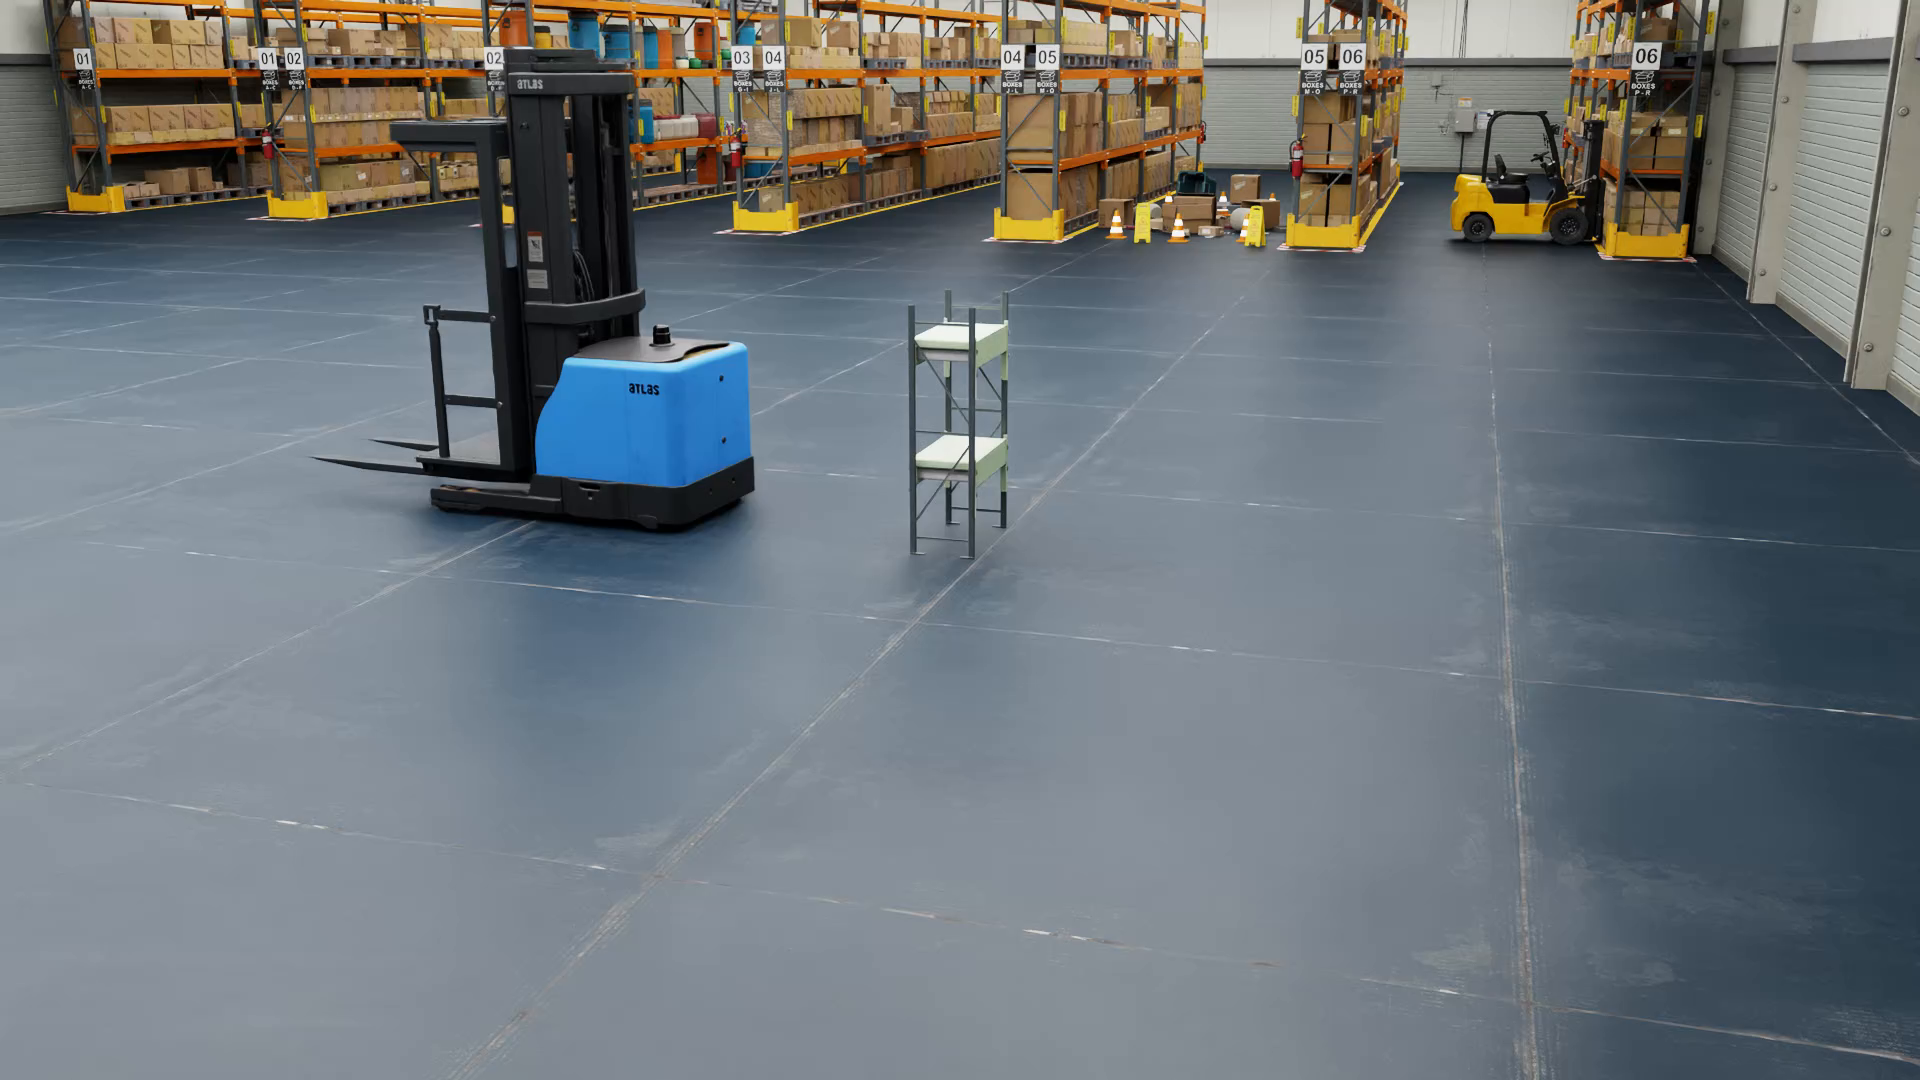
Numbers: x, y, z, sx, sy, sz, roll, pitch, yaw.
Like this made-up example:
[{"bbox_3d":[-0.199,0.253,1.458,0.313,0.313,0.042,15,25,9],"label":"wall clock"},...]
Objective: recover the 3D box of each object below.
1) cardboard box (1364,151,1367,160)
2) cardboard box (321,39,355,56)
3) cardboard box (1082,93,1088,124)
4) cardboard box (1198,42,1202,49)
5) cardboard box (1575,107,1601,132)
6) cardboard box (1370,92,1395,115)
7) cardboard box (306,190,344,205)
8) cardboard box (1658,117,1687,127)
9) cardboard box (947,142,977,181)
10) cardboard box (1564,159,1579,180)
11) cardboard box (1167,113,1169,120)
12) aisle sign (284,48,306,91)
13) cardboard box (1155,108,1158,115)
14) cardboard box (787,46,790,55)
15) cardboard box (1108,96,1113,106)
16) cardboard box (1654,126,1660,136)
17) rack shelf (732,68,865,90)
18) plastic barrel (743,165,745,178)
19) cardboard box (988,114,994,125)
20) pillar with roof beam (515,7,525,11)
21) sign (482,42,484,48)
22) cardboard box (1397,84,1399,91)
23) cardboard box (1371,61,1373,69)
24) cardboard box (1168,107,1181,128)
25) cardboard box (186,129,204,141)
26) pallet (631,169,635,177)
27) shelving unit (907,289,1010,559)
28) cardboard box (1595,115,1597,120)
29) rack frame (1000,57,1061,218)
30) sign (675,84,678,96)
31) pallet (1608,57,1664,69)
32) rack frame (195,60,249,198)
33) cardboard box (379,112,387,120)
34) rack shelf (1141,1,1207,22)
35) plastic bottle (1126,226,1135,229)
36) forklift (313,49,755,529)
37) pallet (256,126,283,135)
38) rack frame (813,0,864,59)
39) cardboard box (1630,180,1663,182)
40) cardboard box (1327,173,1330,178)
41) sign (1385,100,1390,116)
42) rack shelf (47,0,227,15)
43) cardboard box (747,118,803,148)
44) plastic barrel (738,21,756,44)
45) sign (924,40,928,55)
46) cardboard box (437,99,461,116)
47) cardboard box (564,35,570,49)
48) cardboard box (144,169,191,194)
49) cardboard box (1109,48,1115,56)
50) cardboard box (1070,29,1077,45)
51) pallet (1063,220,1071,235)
[{"bbox_3d":[6.877,-6.701,28.919,0.380,0.149,0.250,5,17,16],"label":"cardboard box"},{"bbox_3d":[-15.431,-12.130,41.111,0.700,0.500,0.500,3,16,12],"label":"cardboard box"},{"bbox_3d":[1.859,-7.902,30.439,0.875,0.550,0.550,5,16,16],"label":"cardboard box"},{"bbox_3d":[5.924,-12.521,42.108,0.380,0.149,0.250,4,16,15],"label":"cardboard box"},{"bbox_3d":[13.636,-9.045,35.769,0.700,0.500,0.500,5,17,16],"label":"cardboard box"},{"bbox_3d":[9.489,-9.816,37.426,0.500,0.500,0.500,5,17,18],"label":"cardboard box"},{"bbox_3d":[-12.668,-6.824,33.161,0.500,0.250,0.500,5,16,16],"label":"cardboard box"},{"bbox_3d":[11.025,-6.475,25.743,0.380,0.149,0.250,4,16,15],"label":"cardboard box"},{"bbox_3d":[-0.289,-9.203,40.403,1.225,0.875,0.875,5,16,16],"label":"cardboard box"},{"bbox_3d":[15.007,-8.935,40.137,0.797,0.503,0.637,4,16,14],"label":"cardboard box"},{"bbox_3d":[4.676,-9.886,38.832,0.380,0.149,0.250,5,17,18],"label":"cardboard box"},{"bbox_3d":[-12.759,-9.032,31.910,0.394,0.787,0.004,5,16,16],"label":"aisle sign"},{"bbox_3d":[4.227,-9.617,37.338,0.380,0.149,0.250,4,16,15],"label":"cardboard box"},{"bbox_3d":[-3.237,-8.669,29.445,0.380,0.149,0.250,5,16,15],"label":"cardboard box"},{"bbox_3d":[2.606,-8.482,32.722,0.700,0.500,0.500,4,16,15],"label":"cardboard box"},{"bbox_3d":[11.079,-6.399,26.019,0.380,0.149,0.250,5,16,16],"label":"cardboard box"},{"bbox_3d":[-2.968,-8.673,31.231,1.077,0.370,4.000,5,16,16],"label":"rack shelf"},{"bbox_3d":[-5.494,-9.114,40.755,0.421,0.512,0.421,0,16,0],"label":"plastic barrel"},{"bbox_3d":[0.546,-10.631,42.044,0.500,0.250,0.500,5,17,17],"label":"cardboard box"},{"bbox_3d":[-9.172,-15.717,49.249,9.100,9.000,0.400,5,16,16],"label":"pillar with roof beam"},{"bbox_3d":[-11.280,-11.649,39.459,0.100,0.325,0.005,5,16,16],"label":"sign"},{"bbox_3d":[10.449,-10.997,40.399,0.380,0.149,0.250,5,17,17],"label":"cardboard box"},{"bbox_3d":[6.998,-8.279,28.983,0.380,0.149,0.250,5,17,17],"label":"cardboard box"},{"bbox_3d":[4.982,-10.082,39.650,0.500,0.500,0.500,4,16,15],"label":"cardboard box"},{"bbox_3d":[-16.769,-8.779,36.022,0.500,0.250,0.500,5,16,16],"label":"cardboard box"},{"bbox_3d":[-9.427,-9.799,44.491,1.003,0.211,1.213,5,16,16],"label":"pallet"},{"bbox_3d":[-0.002,-0.720,10.119,0.431,1.500,0.755,5,16,16],"label":"shelving unit"},{"bbox_3d":[12.502,-8.154,32.207,0.380,0.149,0.250,5,17,17],"label":"cardboard box"},{"bbox_3d":[1.190,-6.642,28.248,1.000,3.000,0.127,5,16,16],"label":"rack frame"},{"bbox_3d":[-7.960,-12.669,46.796,0.100,0.325,0.005,5,16,16],"label":"sign"},{"bbox_3d":[12.100,-8.530,29.758,0.805,0.209,1.217,4,16,14],"label":"pallet"},{"bbox_3d":[-16.647,-9.251,37.449,1.000,3.000,0.127,5,16,16],"label":"rack frame"},{"bbox_3d":[-12.131,-8.809,34.516,0.380,0.149,0.250,5,17,17],"label":"cardboard box"},{"bbox_3d":[5.168,-12.843,40.441,1.077,0.370,4.000,5,16,16],"label":"rack shelf"},{"bbox_3d":[3.179,-5.693,30.289,0.283,0.061,0.133,-1,16,-3],"label":"plastic bottle"},{"bbox_3d":[-2.961,-1.708,10.980,3.031,2.935,1.130,6,17,20],"label":"forklift"},{"bbox_3d":[-16.034,-9.685,39.328,1.003,0.211,1.213,5,16,16],"label":"pallet"},{"bbox_3d":[-2.400,-10.985,32.568,1.000,3.000,0.127,5,16,16],"label":"rack frame"},{"bbox_3d":[11.777,-6.029,28.527,0.500,0.250,0.500,4,16,15],"label":"cardboard box"},{"bbox_3d":[6.364,-6.516,29.511,0.380,0.149,0.250,6,17,19],"label":"cardboard box"},{"bbox_3d":[8.761,-8.856,34.080,0.100,0.325,0.005,5,16,16],"label":"sign"},{"bbox_3d":[-17.216,-11.267,34.885,1.077,0.370,4.000,5,16,16],"label":"rack shelf"},{"bbox_3d":[-3.354,-7.386,30.143,0.875,0.500,0.500,5,16,16],"label":"cardboard box"},{"bbox_3d":[-5.214,-12.004,39.969,0.600,0.901,0.708,5,16,16],"label":"plastic barrel"},{"bbox_3d":[-0.744,-10.795,36.446,0.100,0.325,0.005,5,16,16],"label":"sign"},{"bbox_3d":[-14.204,-11.629,45.284,0.980,0.700,0.700,5,17,17],"label":"cardboard box"},{"bbox_3d":[-10.005,-12.400,41.917,0.600,0.600,0.600,4,16,15],"label":"cardboard box"},{"bbox_3d":[-17.083,-7.725,35.843,0.700,0.500,0.500,4,16,12],"label":"cardboard box"},{"bbox_3d":[2.859,-9.513,32.380,0.250,0.149,0.380,5,16,16],"label":"cardboard box"},{"bbox_3d":[1.716,-8.645,28.591,0.500,0.250,0.500,4,16,15],"label":"cardboard box"},{"bbox_3d":[1.342,-5.515,29.387,1.003,0.211,1.213,5,16,16],"label":"pallet"}]
